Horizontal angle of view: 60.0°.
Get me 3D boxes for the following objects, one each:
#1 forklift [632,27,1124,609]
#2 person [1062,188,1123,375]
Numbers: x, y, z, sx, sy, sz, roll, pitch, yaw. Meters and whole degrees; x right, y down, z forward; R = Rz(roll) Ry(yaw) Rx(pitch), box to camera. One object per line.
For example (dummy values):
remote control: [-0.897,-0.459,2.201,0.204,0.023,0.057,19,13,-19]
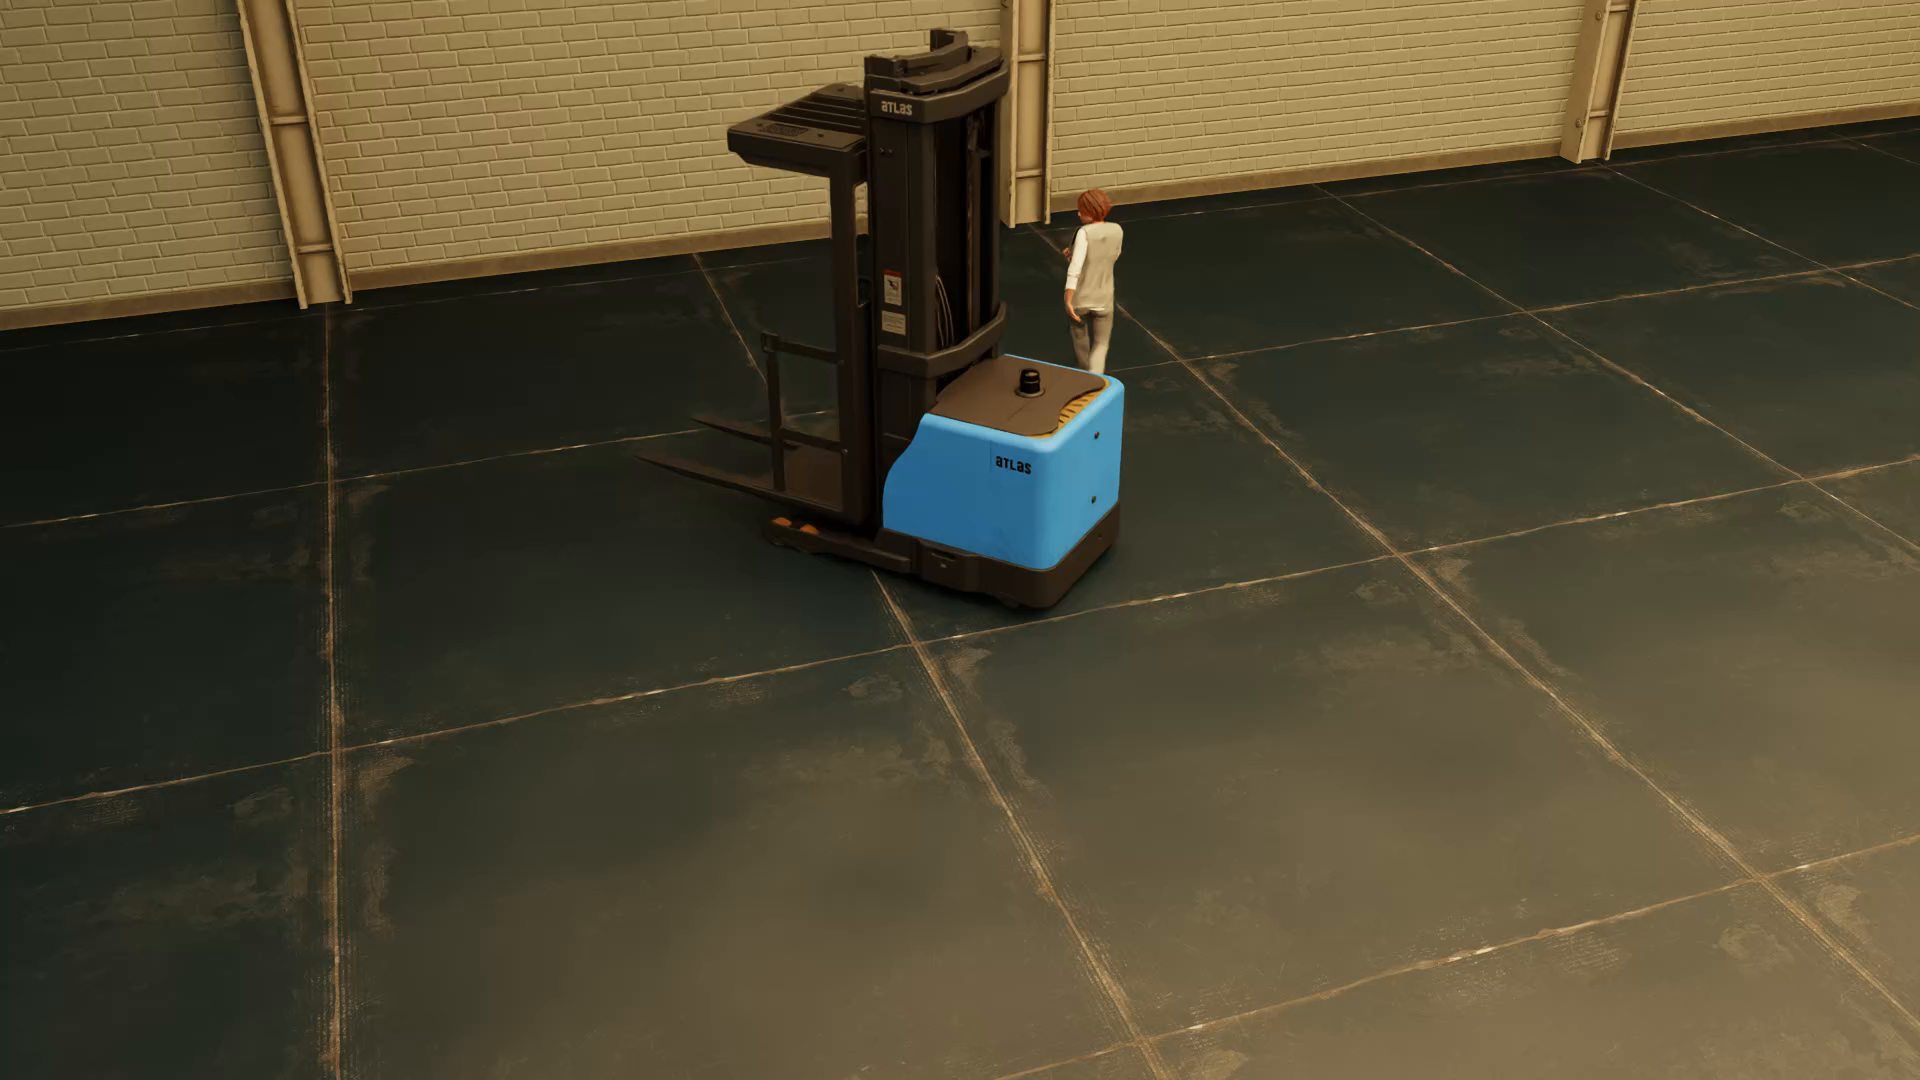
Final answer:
forklift: [-0.593,-1.405,9.528,3.031,2.935,1.130,15,33,25]
person: [0.898,-1.670,11.439,0.428,1.541,0.839,-2,30,-3]
